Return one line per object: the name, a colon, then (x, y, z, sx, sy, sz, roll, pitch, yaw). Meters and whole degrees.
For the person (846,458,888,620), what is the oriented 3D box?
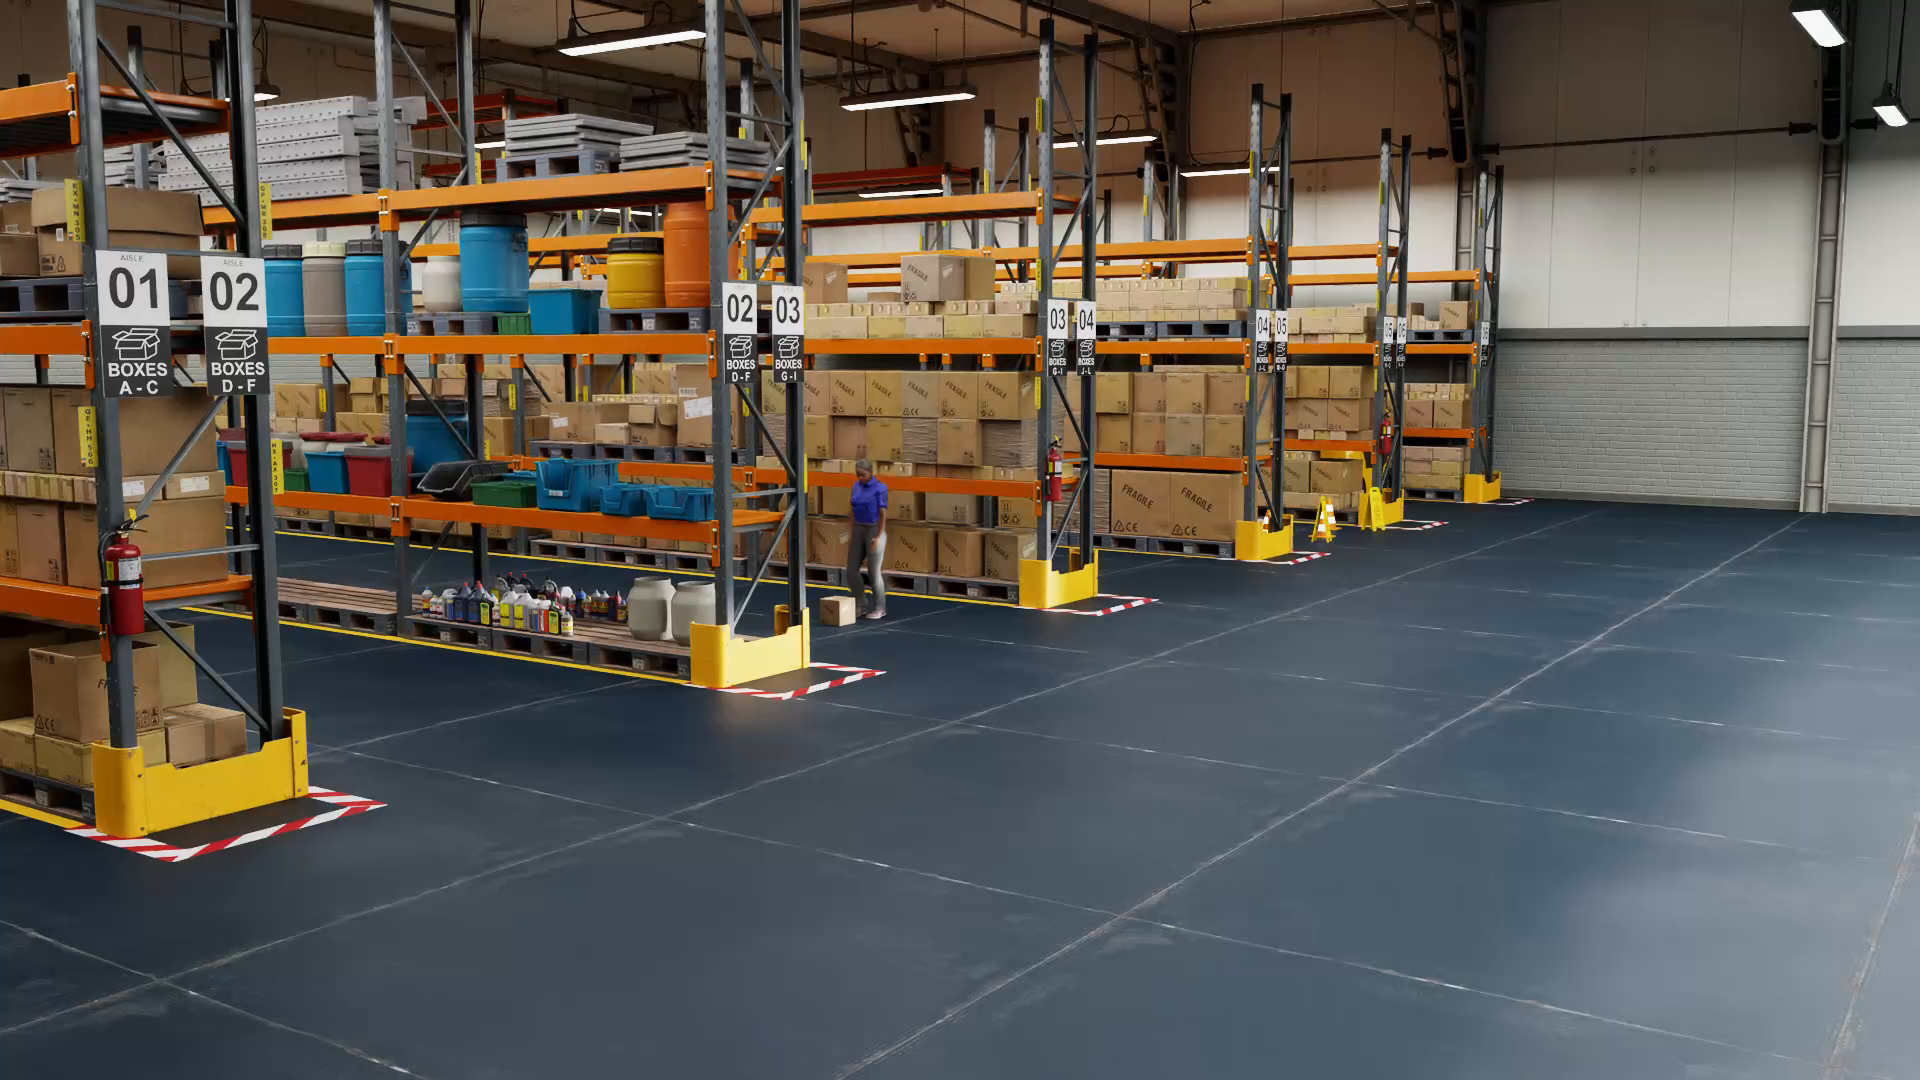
person: (-0.917, -0.017, 16.694, 0.453, 1.618, 0.367, 4, 8, 35)
